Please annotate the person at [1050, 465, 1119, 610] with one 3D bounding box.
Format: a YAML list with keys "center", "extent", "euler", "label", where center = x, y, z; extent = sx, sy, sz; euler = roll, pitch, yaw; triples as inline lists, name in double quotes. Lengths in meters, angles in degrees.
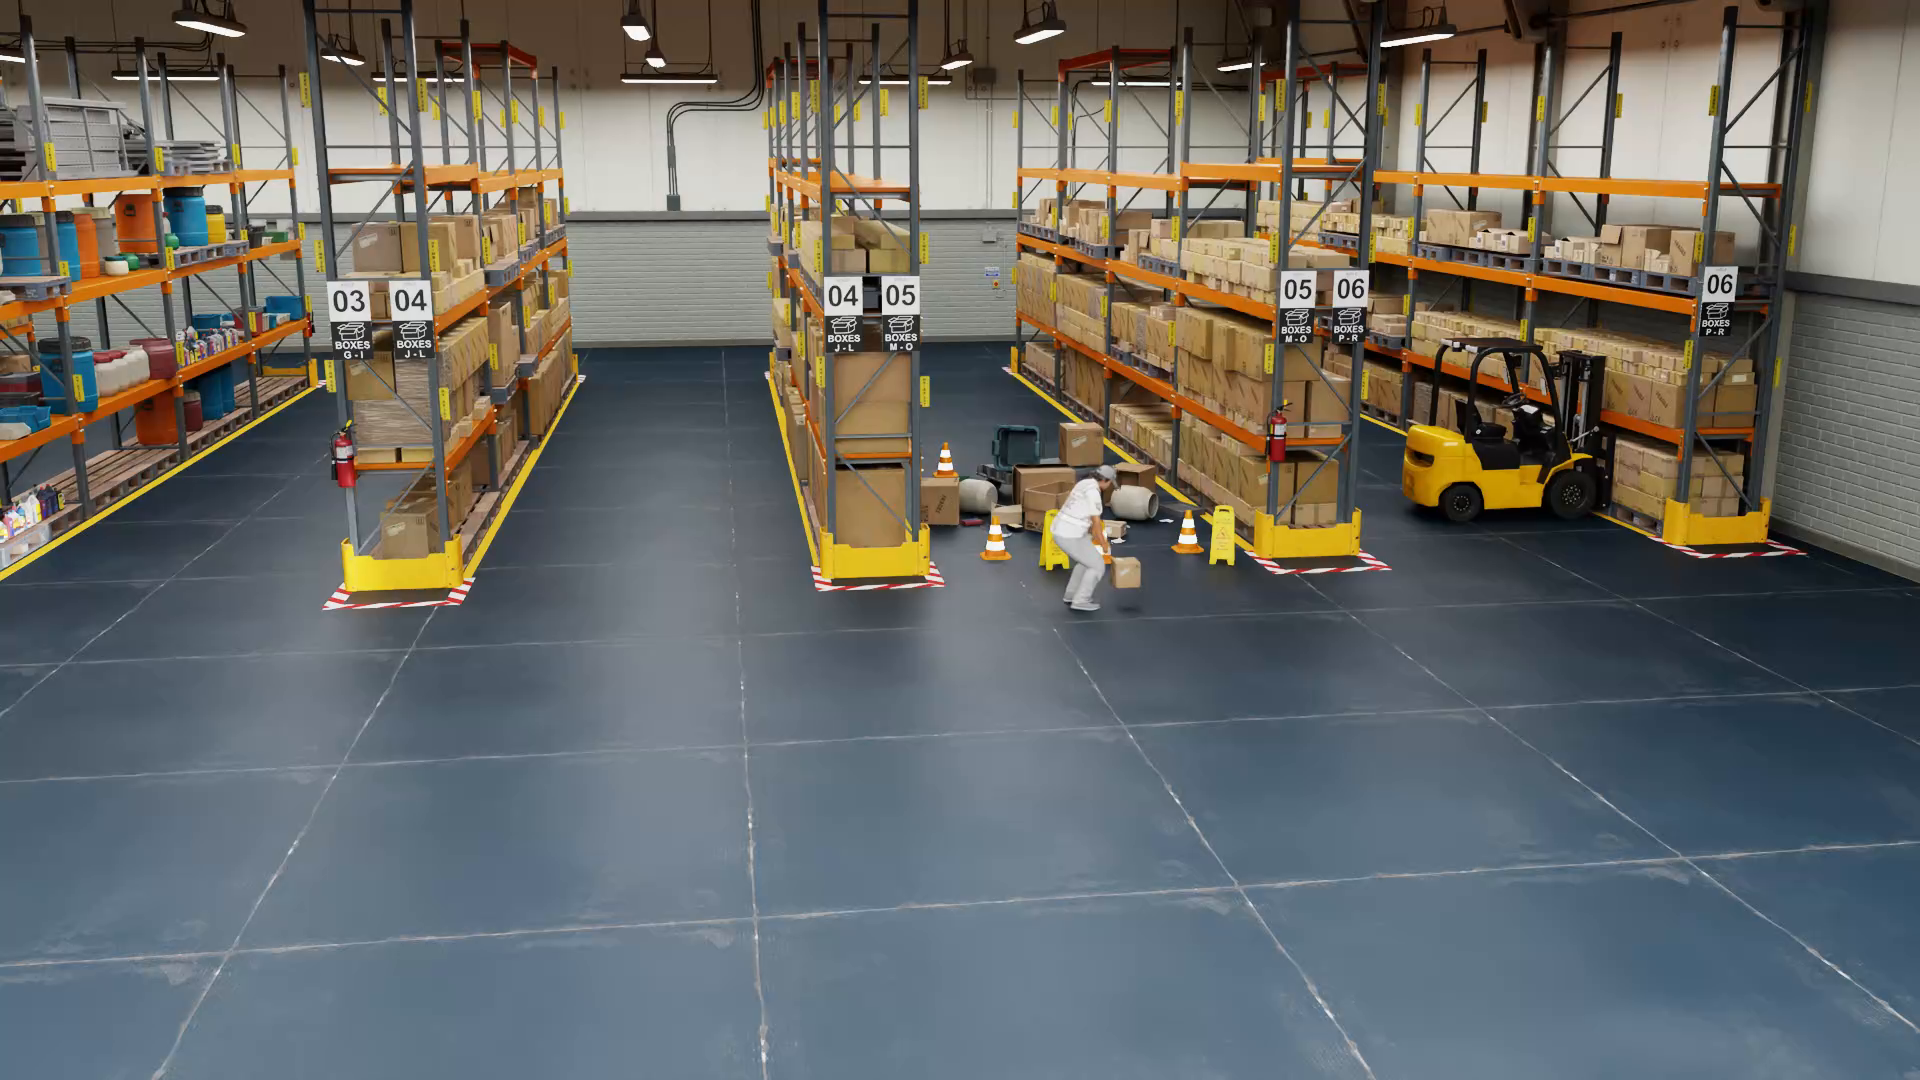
- center: [1.245, -0.037, 16.674]
  extent: [0.691, 1.432, 0.532]
  euler: [-2, 13, -8]
  label: "person"
